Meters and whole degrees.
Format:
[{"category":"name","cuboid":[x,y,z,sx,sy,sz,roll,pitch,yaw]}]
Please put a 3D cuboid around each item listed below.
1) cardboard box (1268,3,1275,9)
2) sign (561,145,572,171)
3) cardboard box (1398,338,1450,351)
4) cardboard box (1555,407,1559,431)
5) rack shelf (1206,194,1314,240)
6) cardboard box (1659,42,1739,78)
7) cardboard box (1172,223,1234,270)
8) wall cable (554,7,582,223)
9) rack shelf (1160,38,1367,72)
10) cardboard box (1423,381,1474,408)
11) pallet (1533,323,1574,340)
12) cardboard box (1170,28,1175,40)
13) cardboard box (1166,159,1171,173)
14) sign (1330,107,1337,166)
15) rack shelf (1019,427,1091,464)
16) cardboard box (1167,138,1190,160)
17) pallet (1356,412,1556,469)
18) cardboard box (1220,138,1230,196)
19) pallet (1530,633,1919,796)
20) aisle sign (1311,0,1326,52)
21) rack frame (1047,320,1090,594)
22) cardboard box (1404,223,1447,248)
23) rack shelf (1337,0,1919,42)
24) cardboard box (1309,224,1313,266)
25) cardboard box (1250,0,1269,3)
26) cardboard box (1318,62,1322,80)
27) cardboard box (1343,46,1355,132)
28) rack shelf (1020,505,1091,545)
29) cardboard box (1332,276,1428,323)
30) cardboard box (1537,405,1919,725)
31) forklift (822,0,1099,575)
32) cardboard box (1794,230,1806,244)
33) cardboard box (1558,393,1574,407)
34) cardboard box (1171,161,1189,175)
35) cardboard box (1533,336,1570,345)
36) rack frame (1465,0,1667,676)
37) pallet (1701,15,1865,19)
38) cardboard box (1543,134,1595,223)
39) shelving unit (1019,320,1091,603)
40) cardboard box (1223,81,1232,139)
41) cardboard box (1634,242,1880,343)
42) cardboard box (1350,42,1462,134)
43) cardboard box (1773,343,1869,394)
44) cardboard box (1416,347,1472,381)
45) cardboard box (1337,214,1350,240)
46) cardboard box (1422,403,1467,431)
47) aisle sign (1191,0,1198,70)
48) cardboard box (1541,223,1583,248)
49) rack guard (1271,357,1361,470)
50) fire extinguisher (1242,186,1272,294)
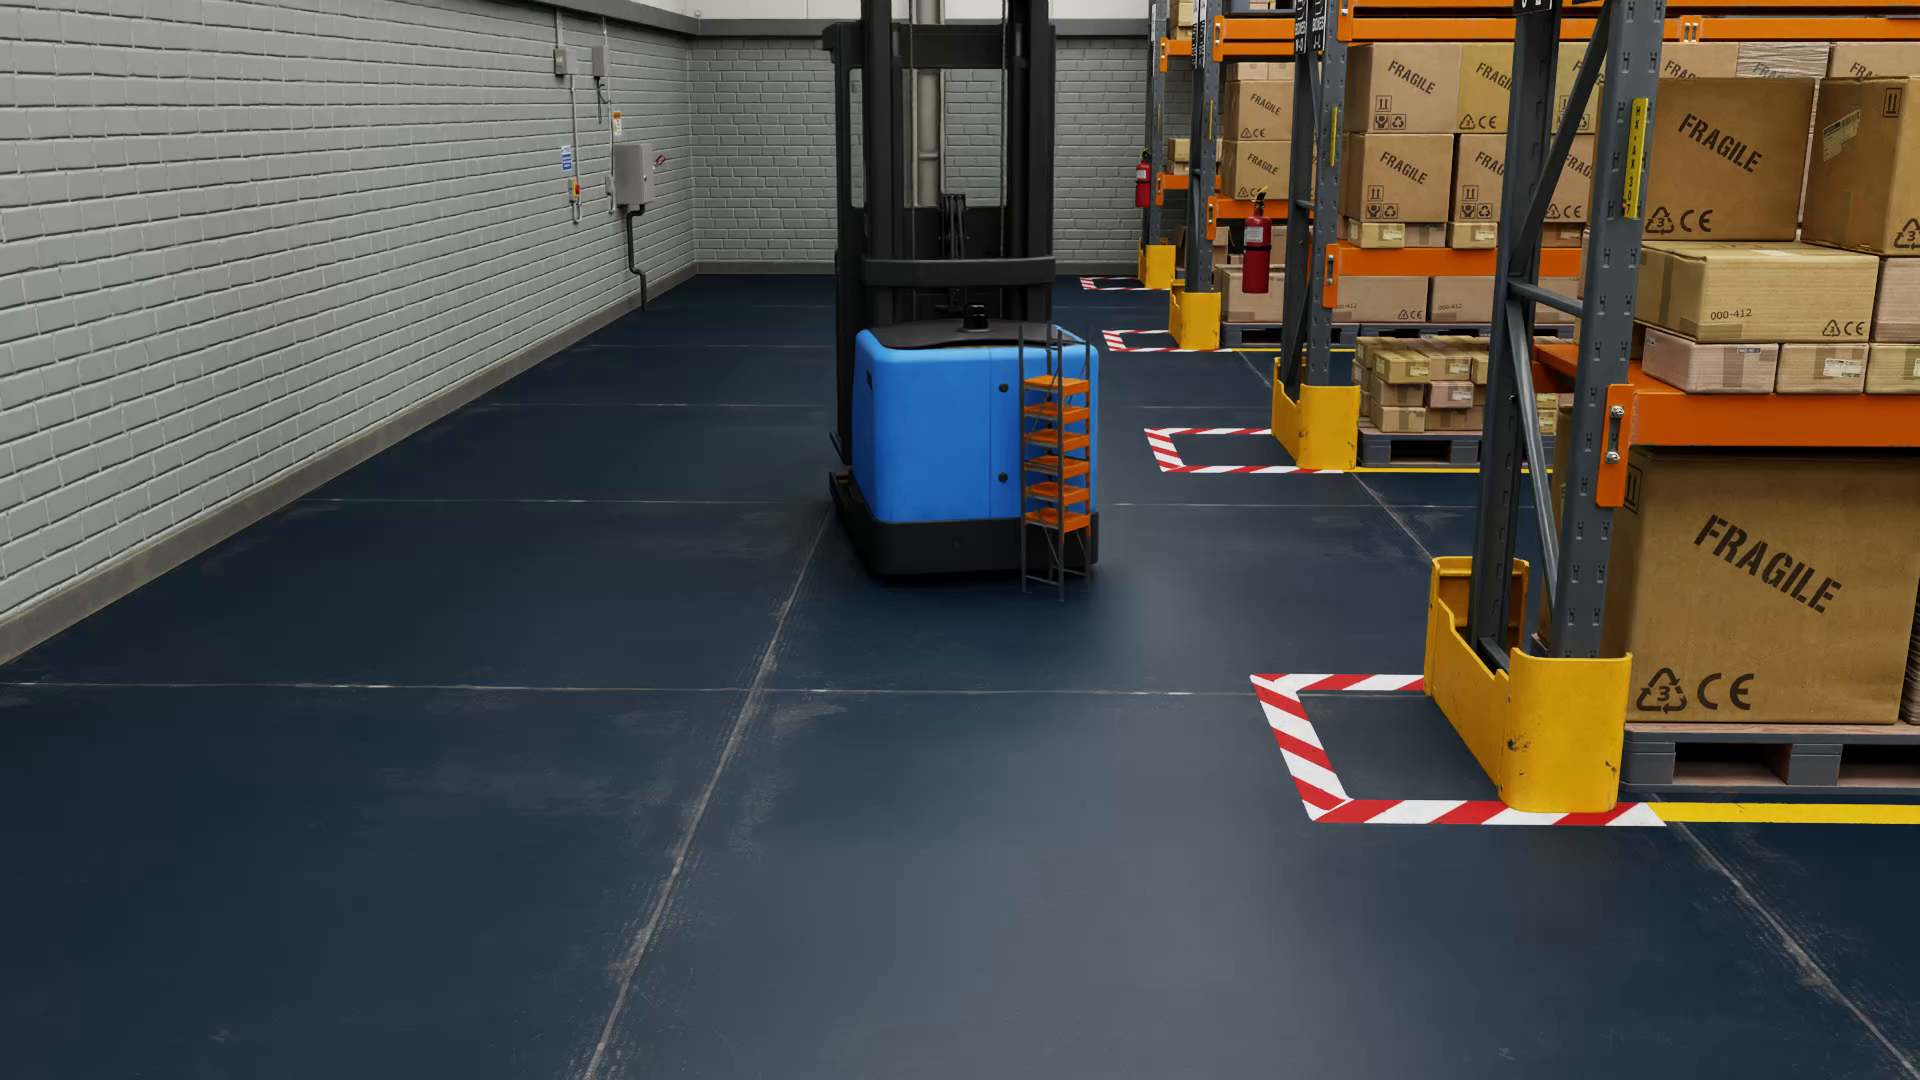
[{"category":"cardboard box","cuboid":[3.745,-5.993,19.005,0.500,0.250,0.500,0,15,0]},{"category":"sign","cuboid":[-3.534,-3.432,14.938,0.001,0.218,0.327,0,15,1]},{"category":"cardboard box","cuboid":[2.926,-1.176,10.518,0.250,0.149,0.380,1,15,3]},{"category":"cardboard box","cuboid":[3.678,-0.771,10.148,0.250,0.149,0.380,0,15,2]},{"category":"rack shelf","cuboid":[4.165,-2.921,14.943,4.000,0.370,1.077,0,15,1]},{"category":"cardboard box","cuboid":[4.116,-2.611,9.618,0.500,0.500,0.500,0,15,0]},{"category":"cardboard box","cuboid":[2.898,-3.516,19.857,0.637,0.503,0.797,0,15,-1]},{"category":"wall cable","cuboid":[-3.472,-3.819,14.884,0.123,1.953,0.585,0,15,1]},{"category":"rack shelf","cuboid":[4.288,-5.638,19.359,4.000,0.370,1.077,0,15,1]},{"category":"cardboard box","cuboid":[2.930,-0.903,10.064,0.250,0.149,0.380,0,15,1]},{"category":"pallet","cuboid":[5.406,-1.933,15.252,1.213,0.211,1.003,0,15,1]},{"category":"cardboard box","cuboid":[2.615,-5.934,19.564,0.250,0.149,0.380,1,15,3]},{"category":"cardboard box","cuboid":[2.627,-4.493,19.982,0.250,0.149,0.380,0,15,1]},{"category":"sign","cuboid":[2.127,-2.300,9.479,0.005,0.325,0.100,0,15,1]},{"category":"rack shelf","cuboid":[0.414,-0.414,7.248,0.258,0.103,0.180,14,21,42]},{"category":"cardboard box","cuboid":[2.756,-4.684,19.925,0.500,0.250,0.500,1,15,3]},{"category":"pallet","cuboid":[3.028,-0.656,10.413,1.213,0.211,1.003,0,15,1]},{"category":"cardboard box","cuboid":[2.655,-3.395,15.132,0.500,0.500,0.500,0,15,2]},{"category":"pallet","cuboid":[2.714,0.579,5.734,1.213,0.211,1.003,0,15,1]},{"category":"aisle sign","cuboid":[2.060,-3.200,9.494,0.004,0.787,0.394,0,15,1]},{"category":"rack frame","cuboid":[0.479,-0.360,7.331,0.240,1.200,0.006,14,21,42]},{"category":"cardboard box","cuboid":[2.712,-1.821,9.855,0.250,0.149,0.380,1,15,3]},{"category":"rack shelf","cuboid":[4.140,-3.109,9.773,4.000,0.370,1.077,0,15,1]},{"category":"cardboard box","cuboid":[4.277,-3.470,19.689,0.500,0.500,0.500,1,15,2]},{"category":"cardboard box","cuboid":[3.234,-6.237,18.949,0.500,0.250,0.500,0,15,1]},{"category":"cardboard box","cuboid":[3.034,-4.040,14.347,0.250,0.149,0.380,1,15,3]},{"category":"cardboard box","cuboid":[2.604,-2.755,10.165,0.500,0.500,0.500,0,15,0]},{"category":"rack shelf","cuboid":[0.422,-0.067,7.345,0.258,0.103,0.180,14,21,42]},{"category":"cardboard box","cuboid":[3.743,-2.264,15.240,0.875,0.438,0.875,1,15,3]},{"category":"cardboard box","cuboid":[2.555,0.053,5.601,0.875,0.875,0.875,0,15,1]},{"category":"forklift","cuboid":[-0.114,-1.590,8.622,1.130,2.935,3.031,-2,15,-9]},{"category":"cardboard box","cuboid":[2.911,-0.887,5.535,0.500,0.250,0.500,0,15,0]},{"category":"cardboard box","cuboid":[3.698,-0.917,10.117,0.250,0.149,0.380,0,15,-1]},{"category":"cardboard box","cuboid":[2.611,-4.355,19.458,0.250,0.149,0.380,0,15,1]},{"category":"cardboard box","cuboid":[3.715,-1.202,10.614,0.250,0.149,0.380,1,15,4]},{"category":"rack frame","cuboid":[1.913,-0.755,5.322,0.127,3.000,1.000,0,15,1]},{"category":"pallet","cuboid":[7.082,-4.621,14.469,1.217,0.209,0.805,0,15,-1]},{"category":"cardboard box","cuboid":[3.607,-2.135,9.772,0.500,0.500,0.500,1,15,2]},{"category":"shelving unit","cuboid":[0.416,-0.341,7.268,0.258,1.200,0.189,14,21,42]},{"category":"cardboard box","cuboid":[2.654,-3.872,14.979,0.500,0.500,0.500,1,15,3]},{"category":"cardboard box","cuboid":[2.386,-0.754,5.030,0.500,0.250,0.500,0,15,0]},{"category":"cardboard box","cuboid":[2.583,-2.624,9.668,0.500,0.500,0.500,0,15,1]},{"category":"cardboard box","cuboid":[2.516,-0.546,5.021,0.250,0.149,0.380,0,15,1]},{"category":"cardboard box","cuboid":[2.934,-1.070,10.116,0.250,0.149,0.380,1,15,2]},{"category":"cardboard box","cuboid":[2.474,-1.968,10.411,0.250,0.149,0.380,0,15,1]},{"category":"cardboard box","cuboid":[2.920,-0.778,10.174,0.250,0.149,0.380,0,15,1]},{"category":"aisle sign","cuboid":[2.102,-4.619,14.871,0.004,0.787,0.394,0,15,1]},{"category":"cardboard box","cuboid":[3.512,-1.831,9.892,0.250,0.149,0.380,0,15,1]},{"category":"rack guard","cuboid":[2.216,-0.810,10.431,0.348,0.500,1.175,0,15,1]},{"category":"fire extinguisher","cuboid":[1.901,-1.921,10.624,0.183,0.674,0.296,0,15,1]}]
